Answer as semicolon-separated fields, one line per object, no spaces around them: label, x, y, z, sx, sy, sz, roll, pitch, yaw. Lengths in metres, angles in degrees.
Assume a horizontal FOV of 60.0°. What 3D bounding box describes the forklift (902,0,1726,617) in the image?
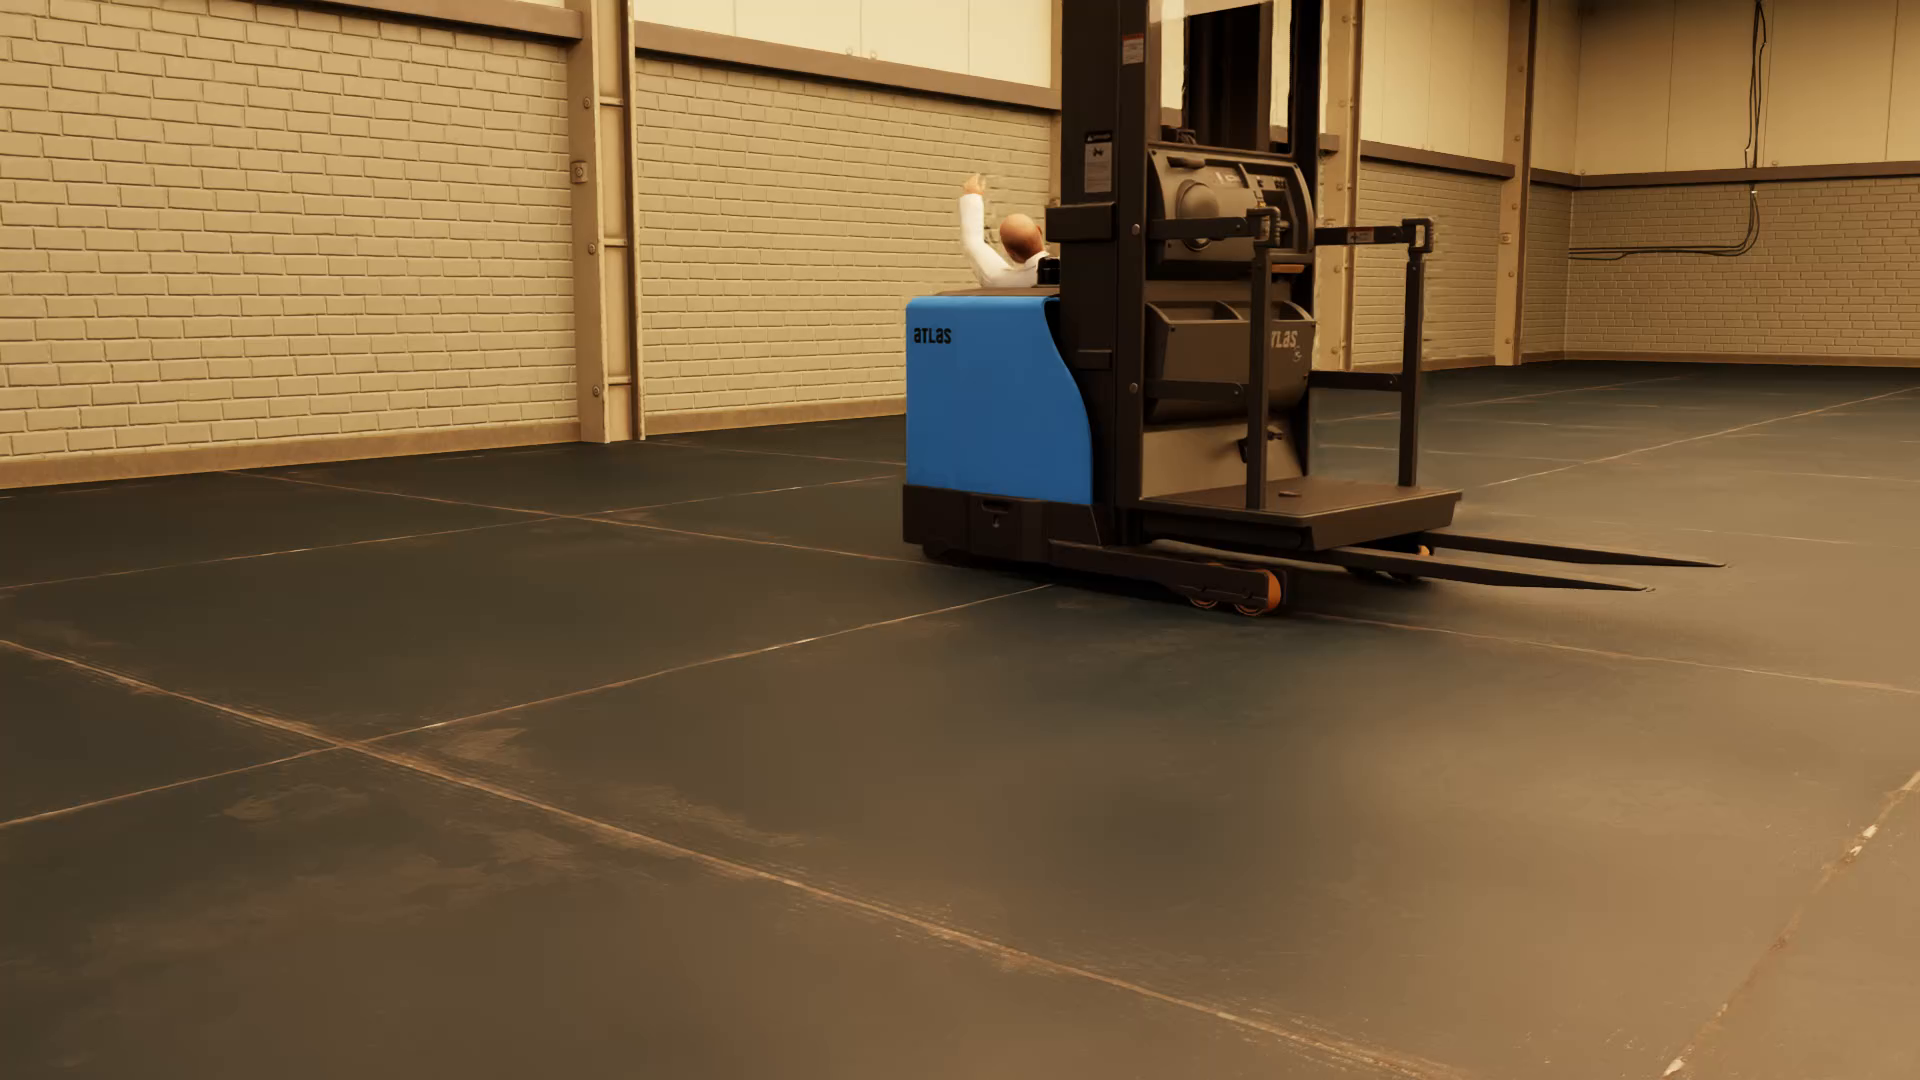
forklift;1.160;-1.275;5.994;3.031;2.935;1.130;8;12;44

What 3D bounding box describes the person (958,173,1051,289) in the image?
person;0.422;-0.912;7.945;1.011;1.693;0.768;5;10;33
